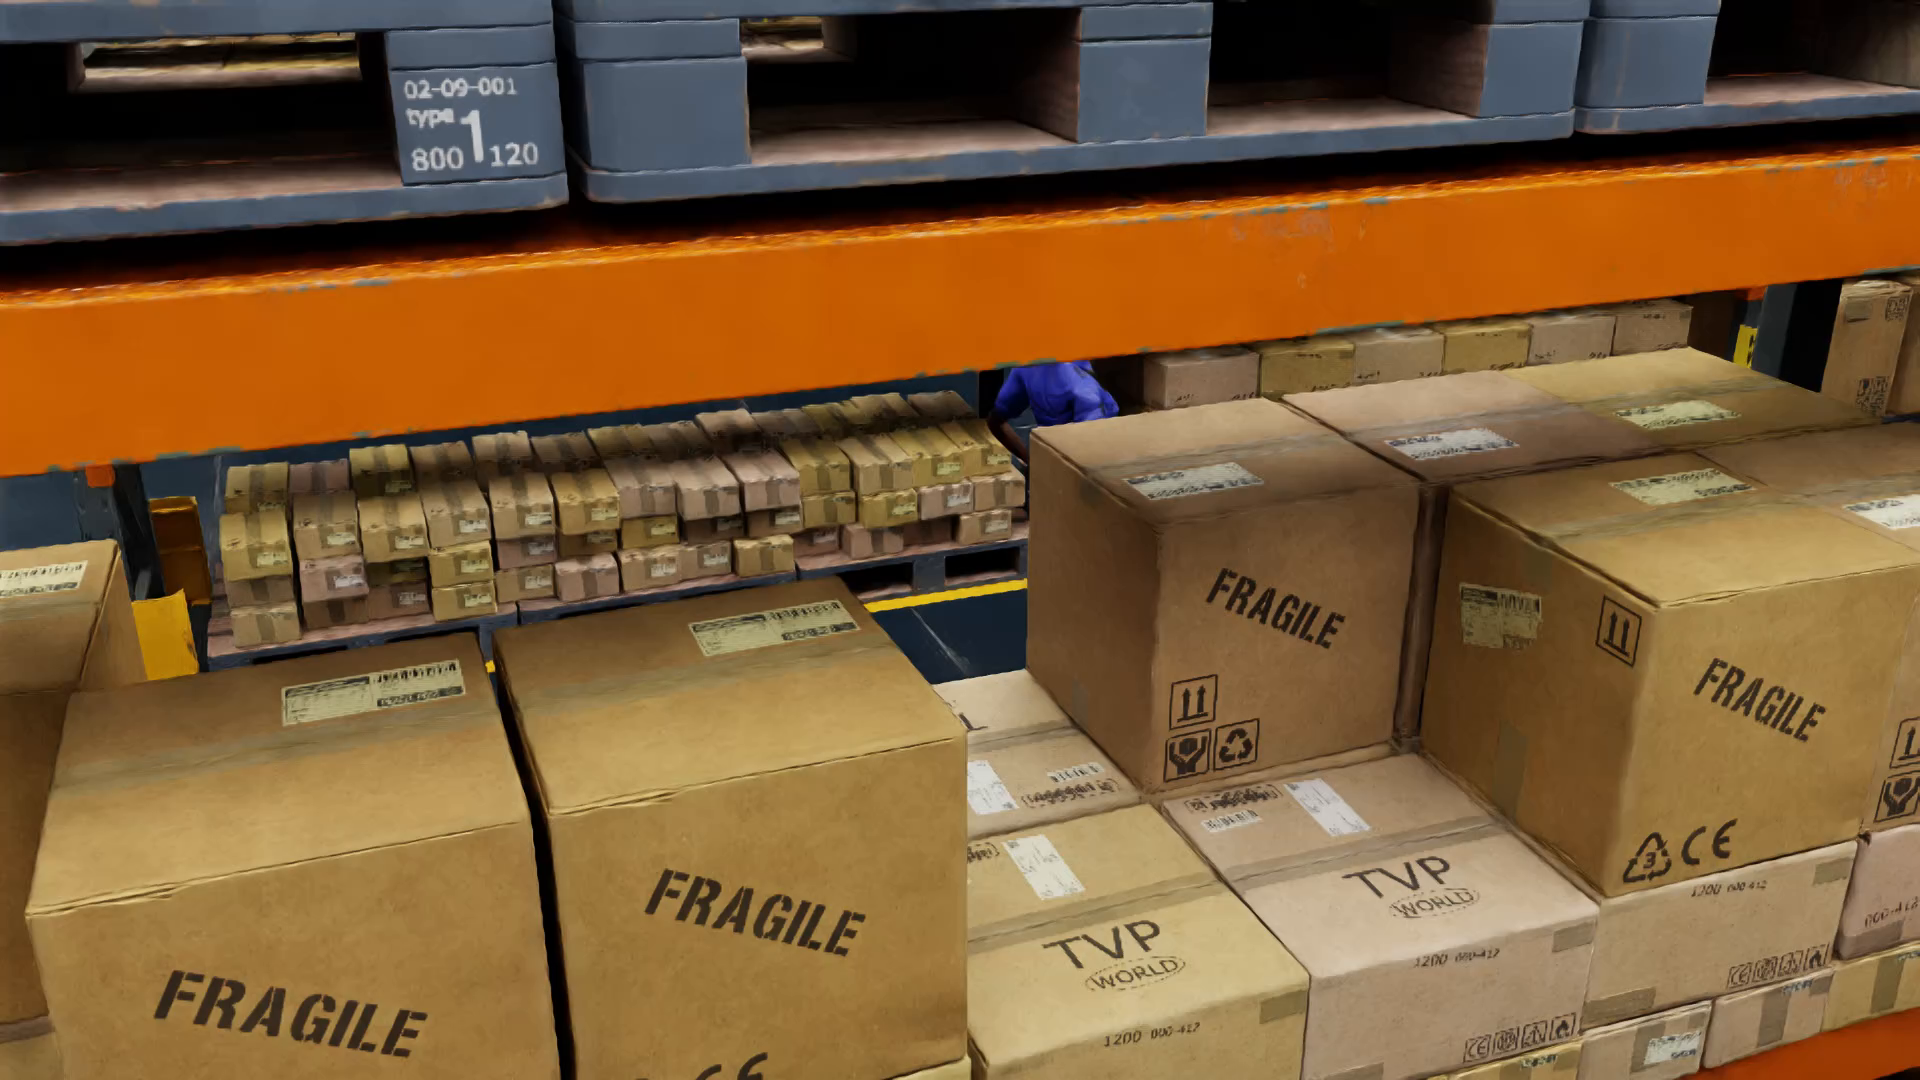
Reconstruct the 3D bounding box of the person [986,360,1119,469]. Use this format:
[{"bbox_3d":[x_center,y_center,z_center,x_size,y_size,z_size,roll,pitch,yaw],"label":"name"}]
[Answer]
[{"bbox_3d":[0.517,-0.162,6.475,0.719,1.649,0.624,-13,26,-29],"label":"person"}]
